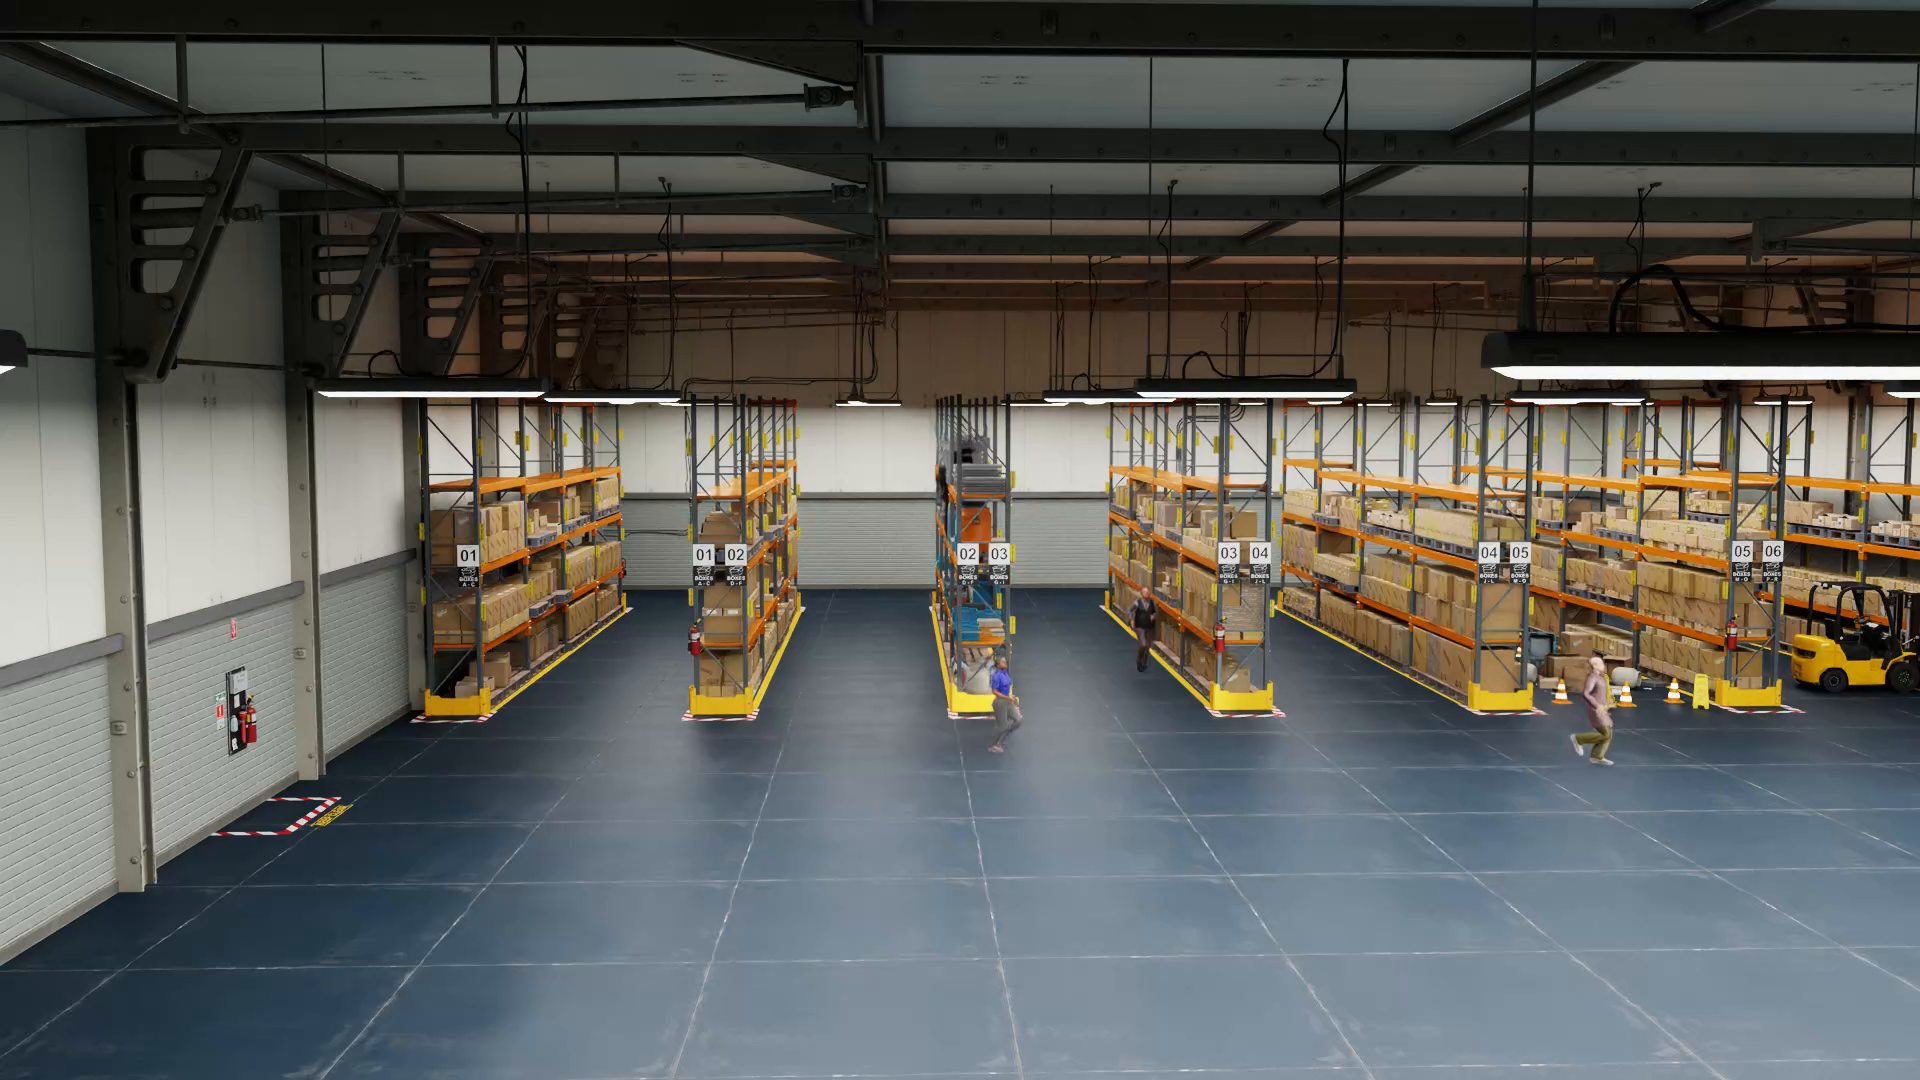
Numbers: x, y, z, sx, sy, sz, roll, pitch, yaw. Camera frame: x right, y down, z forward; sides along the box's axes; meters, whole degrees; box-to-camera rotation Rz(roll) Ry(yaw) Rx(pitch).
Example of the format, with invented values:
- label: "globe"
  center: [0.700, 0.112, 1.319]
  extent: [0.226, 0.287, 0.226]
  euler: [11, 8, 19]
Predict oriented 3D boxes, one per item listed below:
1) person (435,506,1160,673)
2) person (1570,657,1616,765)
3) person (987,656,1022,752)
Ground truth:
- label: "person"
  center: [-2.889, 1.060, 32.997]
  extent: [14.403, 3.632, 0.650]
  euler: [-1, 5, -12]
- label: "person"
  center: [10.231, 2.752, 26.851]
  extent: [0.657, 1.737, 0.677]
  euler: [3, 5, 31]
- label: "person"
  center: [0.732, 2.738, 27.737]
  extent: [0.573, 1.603, 0.590]
  euler: [2, 5, 27]
